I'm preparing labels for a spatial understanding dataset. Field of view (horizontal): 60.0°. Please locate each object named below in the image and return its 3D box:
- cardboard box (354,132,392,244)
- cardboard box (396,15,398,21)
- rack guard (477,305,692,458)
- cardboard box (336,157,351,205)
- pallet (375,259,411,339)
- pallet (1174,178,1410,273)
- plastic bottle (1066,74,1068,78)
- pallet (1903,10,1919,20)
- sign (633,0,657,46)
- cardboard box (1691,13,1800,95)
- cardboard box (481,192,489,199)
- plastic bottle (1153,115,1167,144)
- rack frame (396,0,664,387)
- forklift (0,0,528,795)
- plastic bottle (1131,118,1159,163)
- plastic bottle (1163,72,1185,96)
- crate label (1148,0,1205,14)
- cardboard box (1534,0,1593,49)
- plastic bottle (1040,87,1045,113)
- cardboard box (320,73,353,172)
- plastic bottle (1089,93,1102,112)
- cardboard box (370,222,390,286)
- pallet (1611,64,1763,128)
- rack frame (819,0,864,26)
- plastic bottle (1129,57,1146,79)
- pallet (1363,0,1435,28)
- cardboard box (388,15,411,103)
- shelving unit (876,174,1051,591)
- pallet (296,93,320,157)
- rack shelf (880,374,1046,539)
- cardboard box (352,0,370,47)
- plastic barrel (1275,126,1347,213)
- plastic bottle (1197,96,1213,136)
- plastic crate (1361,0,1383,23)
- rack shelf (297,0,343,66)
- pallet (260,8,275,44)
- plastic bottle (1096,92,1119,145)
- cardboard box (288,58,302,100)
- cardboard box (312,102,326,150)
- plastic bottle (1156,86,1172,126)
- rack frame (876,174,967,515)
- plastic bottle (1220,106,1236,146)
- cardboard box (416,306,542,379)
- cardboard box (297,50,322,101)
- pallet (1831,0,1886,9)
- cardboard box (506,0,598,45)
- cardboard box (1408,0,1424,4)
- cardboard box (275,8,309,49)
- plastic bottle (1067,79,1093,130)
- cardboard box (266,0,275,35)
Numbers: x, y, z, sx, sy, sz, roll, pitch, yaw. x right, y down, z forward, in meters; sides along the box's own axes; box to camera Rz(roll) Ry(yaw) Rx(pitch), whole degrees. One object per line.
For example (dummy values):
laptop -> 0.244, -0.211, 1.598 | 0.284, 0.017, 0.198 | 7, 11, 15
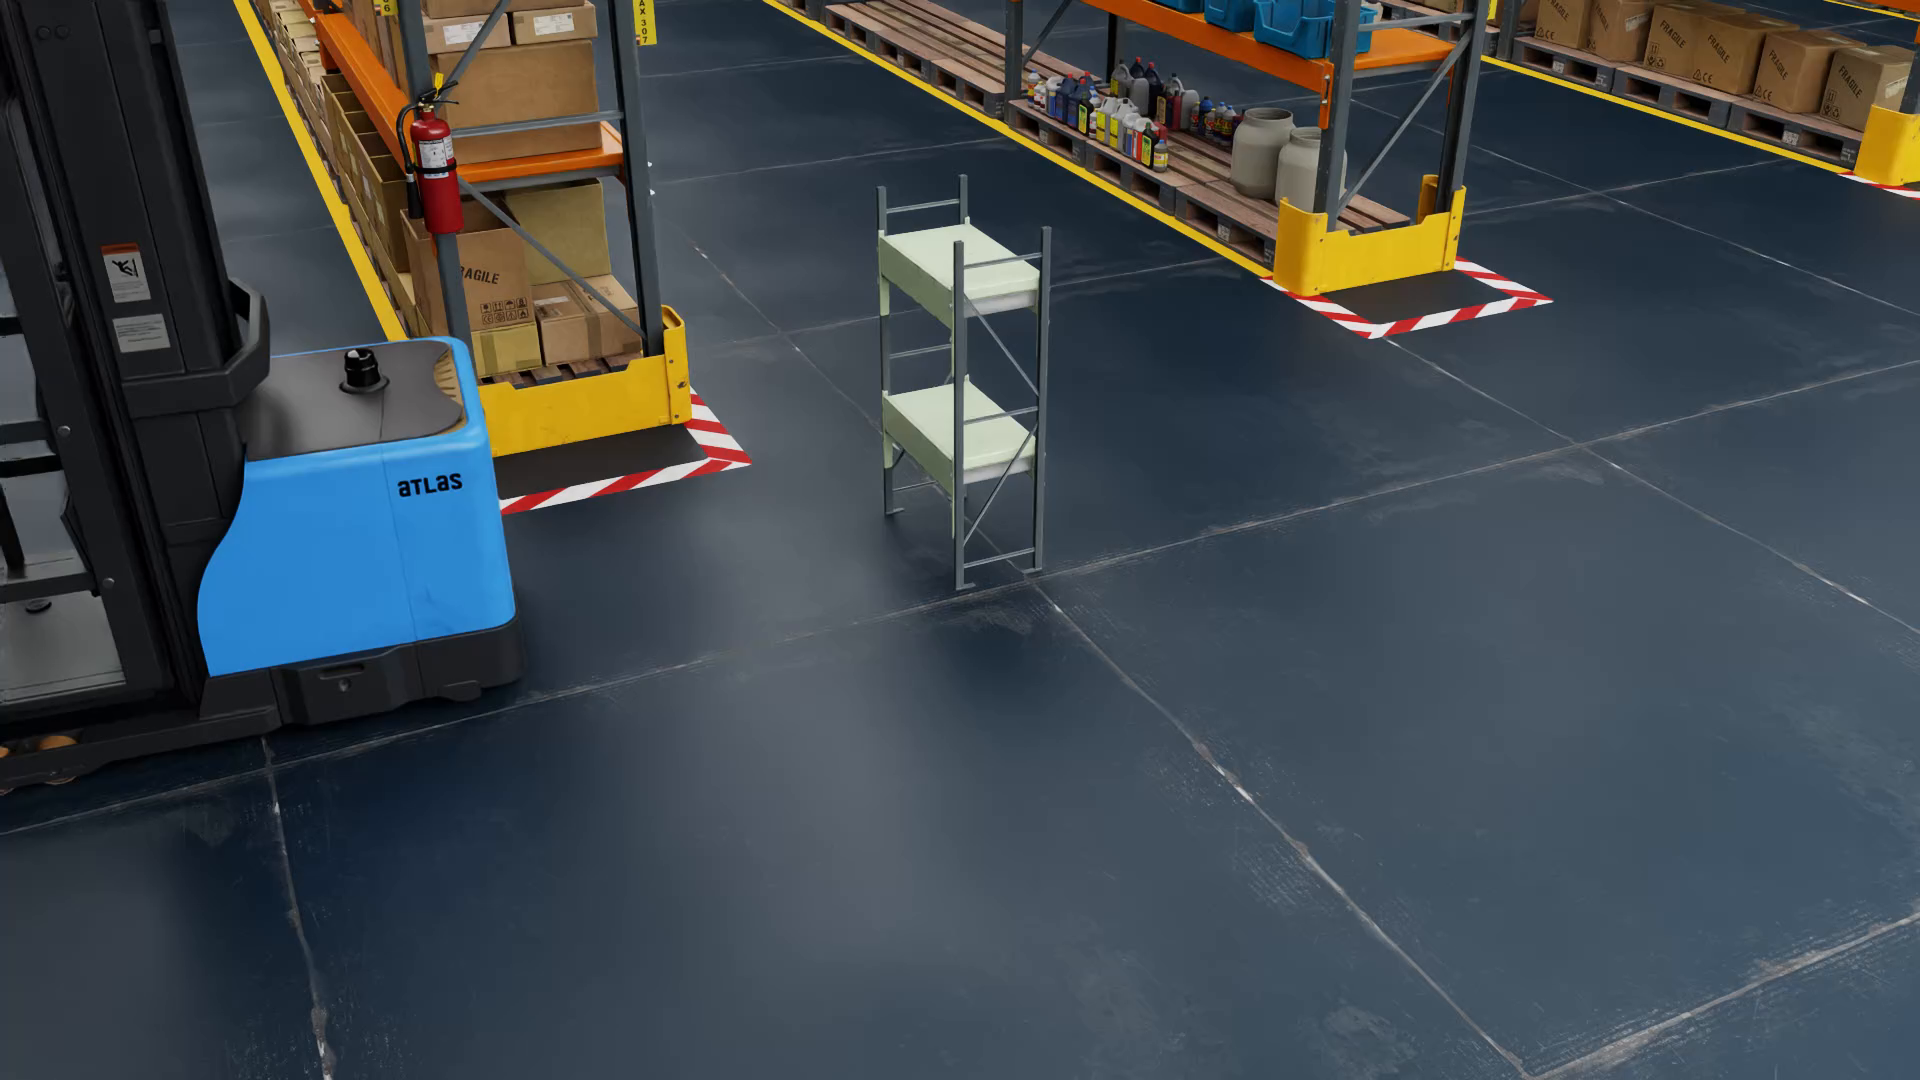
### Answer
cardboard box -> -3.089, -2.017, 9.394 | 0.500, 0.500, 0.500 | -13, 32, -22
cardboard box -> -2.493, -2.555, 7.974 | 0.380, 0.149, 0.250 | -14, 32, -23
rack guard -> -1.923, -0.770, 8.113 | 1.175, 0.500, 0.348 | -13, 32, -22
cardboard box -> -3.726, -2.354, 10.762 | 0.500, 0.250, 0.500 | -13, 32, -22
pallet -> -2.820, -1.522, 9.749 | 1.003, 0.211, 1.213 | -13, 32, -22
pallet -> 2.122, -2.077, 10.739 | 1.003, 0.211, 1.213 | -13, 32, -22
plastic bottle -> 0.825, -3.337, 12.461 | 0.061, 0.283, 0.133 | -13, 32, -22
pallet -> 10.076, -5.145, 16.209 | 1.003, 0.211, 1.213 | -13, 32, -22
sign -> -1.430, -2.397, 7.492 | 0.100, 0.325, 0.005 | -13, 32, -22
cardboard box -> 6.223, -3.859, 13.192 | 0.500, 0.500, 0.500 | -10, 31, -17
cardboard box -> -2.406, -1.905, 9.195 | 0.500, 0.500, 0.500 | -13, 32, -22
plastic bottle -> 1.370, -2.776, 11.461 | 0.061, 0.283, 0.133 | -13, 32, -22
rack frame -> -1.934, -1.871, 7.520 | 1.000, 3.000, 0.127 | -13, 32, -22
forklift -> -3.198, -0.694, 5.491 | 3.031, 2.935, 1.130 | -10, 31, -17
plastic bottle -> 1.274, -2.750, 11.422 | 0.152, 0.276, 0.135 | -13, 32, -22
plastic bottle -> 1.582, -3.262, 12.259 | 0.144, 0.351, 0.185 | -13, 32, -22
crate label -> 1.507, -3.681, 10.712 | 0.502, 0.435, 0.616 | -13, 32, -22
cardboard box -> 5.433, -4.624, 14.557 | 0.500, 0.500, 0.500 | -14, 32, -23
plastic bottle -> 0.652, -3.325, 12.525 | 0.097, 0.201, 0.097 | 0, 29, 0
cardboard box -> -3.735, -2.679, 10.575 | 0.500, 0.500, 0.500 | -13, 32, -22
plastic bottle -> 0.974, -3.094, 12.041 | 0.097, 0.271, 0.097 | 0, 29, 0
cardboard box -> -3.086, -1.690, 9.579 | 0.500, 0.250, 0.500 | -13, 32, -22
pallet -> 6.146, -3.672, 13.582 | 1.003, 0.211, 1.213 | -13, 32, -22
rack frame -> -0.893, -6.444, 15.674 | 1.000, 3.000, 0.127 | -13, 32, -22
plastic bottle -> 1.361, -3.489, 12.664 | 0.144, 0.351, 0.185 | -14, 32, -23
pallet -> 4.434, -5.384, 16.635 | 1.003, 0.211, 1.213 | -13, 32, -22
cardboard box -> -2.560, -2.575, 8.674 | 0.700, 0.500, 0.500 | -13, 32, -22
shelving unit -> 0.003, -0.651, 6.878 | 0.431, 1.500, 0.755 | -13, 32, -22
pallet -> -4.530, -3.279, 12.882 | 1.003, 0.211, 1.213 | -13, 32, -22
rack shelf -> 0.003, -0.367, 7.037 | 0.431, 0.370, 0.720 | -13, 32, -22
cardboard box -> -3.223, -3.256, 9.887 | 0.700, 0.500, 0.500 | -13, 32, -22
plastic barrel -> 2.190, -2.282, 10.368 | 0.421, 0.512, 0.421 | 0, 29, 0
plastic bottle -> 1.767, -3.063, 11.985 | 0.097, 0.271, 0.097 | 0, 29, 0
plastic crate -> 2.448, -3.258, 10.262 | 0.298, 0.136, 0.250 | -13, 32, -22
rack shelf -> -4.510, -4.208, 12.423 | 1.077, 0.370, 4.000 | -13, 32, -22
pallet -> -6.174, -5.065, 16.067 | 1.003, 0.211, 1.213 | -13, 32, -22
plastic bottle -> 1.060, -2.998, 11.789 | 0.144, 0.351, 0.185 | -13, 32, -22
cardboard box -> -4.963, -3.646, 13.067 | 0.500, 0.250, 0.500 | -14, 32, -23
cardboard box -> -4.306, -2.968, 11.859 | 0.500, 0.250, 0.500 | -14, 32, -23
plastic bottle -> 1.501, -3.200, 12.216 | 0.061, 0.283, 0.133 | -13, 32, -22
rack frame -> -0.154, -0.813, 7.166 | 0.400, 1.500, 0.023 | -13, 32, -22
plastic bottle -> 1.897, -2.929, 11.747 | 0.097, 0.271, 0.097 | 0, 29, 0
cardboard box -> -2.431, -1.030, 8.402 | 0.500, 0.250, 0.500 | -13, 32, -22
cardboard box -> -4.525, -3.435, 12.117 | 0.500, 0.311, 0.500 | -13, 32, -22
pallet -> 9.421, -5.822, 17.417 | 1.003, 0.211, 1.213 | -13, 32, -22
cardboard box -> -1.908, -2.416, 7.727 | 0.380, 0.149, 0.250 | -13, 32, -22
cardboard box -> 4.625, -5.556, 16.197 | 0.700, 0.500, 0.500 | -16, 33, -26
cardboard box -> -5.175, -4.110, 13.322 | 0.500, 0.311, 0.500 | -14, 32, -23
plastic bottle -> 0.877, -3.186, 12.124 | 0.144, 0.351, 0.185 | -15, 32, -24
cardboard box -> -5.982, -4.871, 14.975 | 0.500, 0.500, 0.500 | -12, 31, -20
